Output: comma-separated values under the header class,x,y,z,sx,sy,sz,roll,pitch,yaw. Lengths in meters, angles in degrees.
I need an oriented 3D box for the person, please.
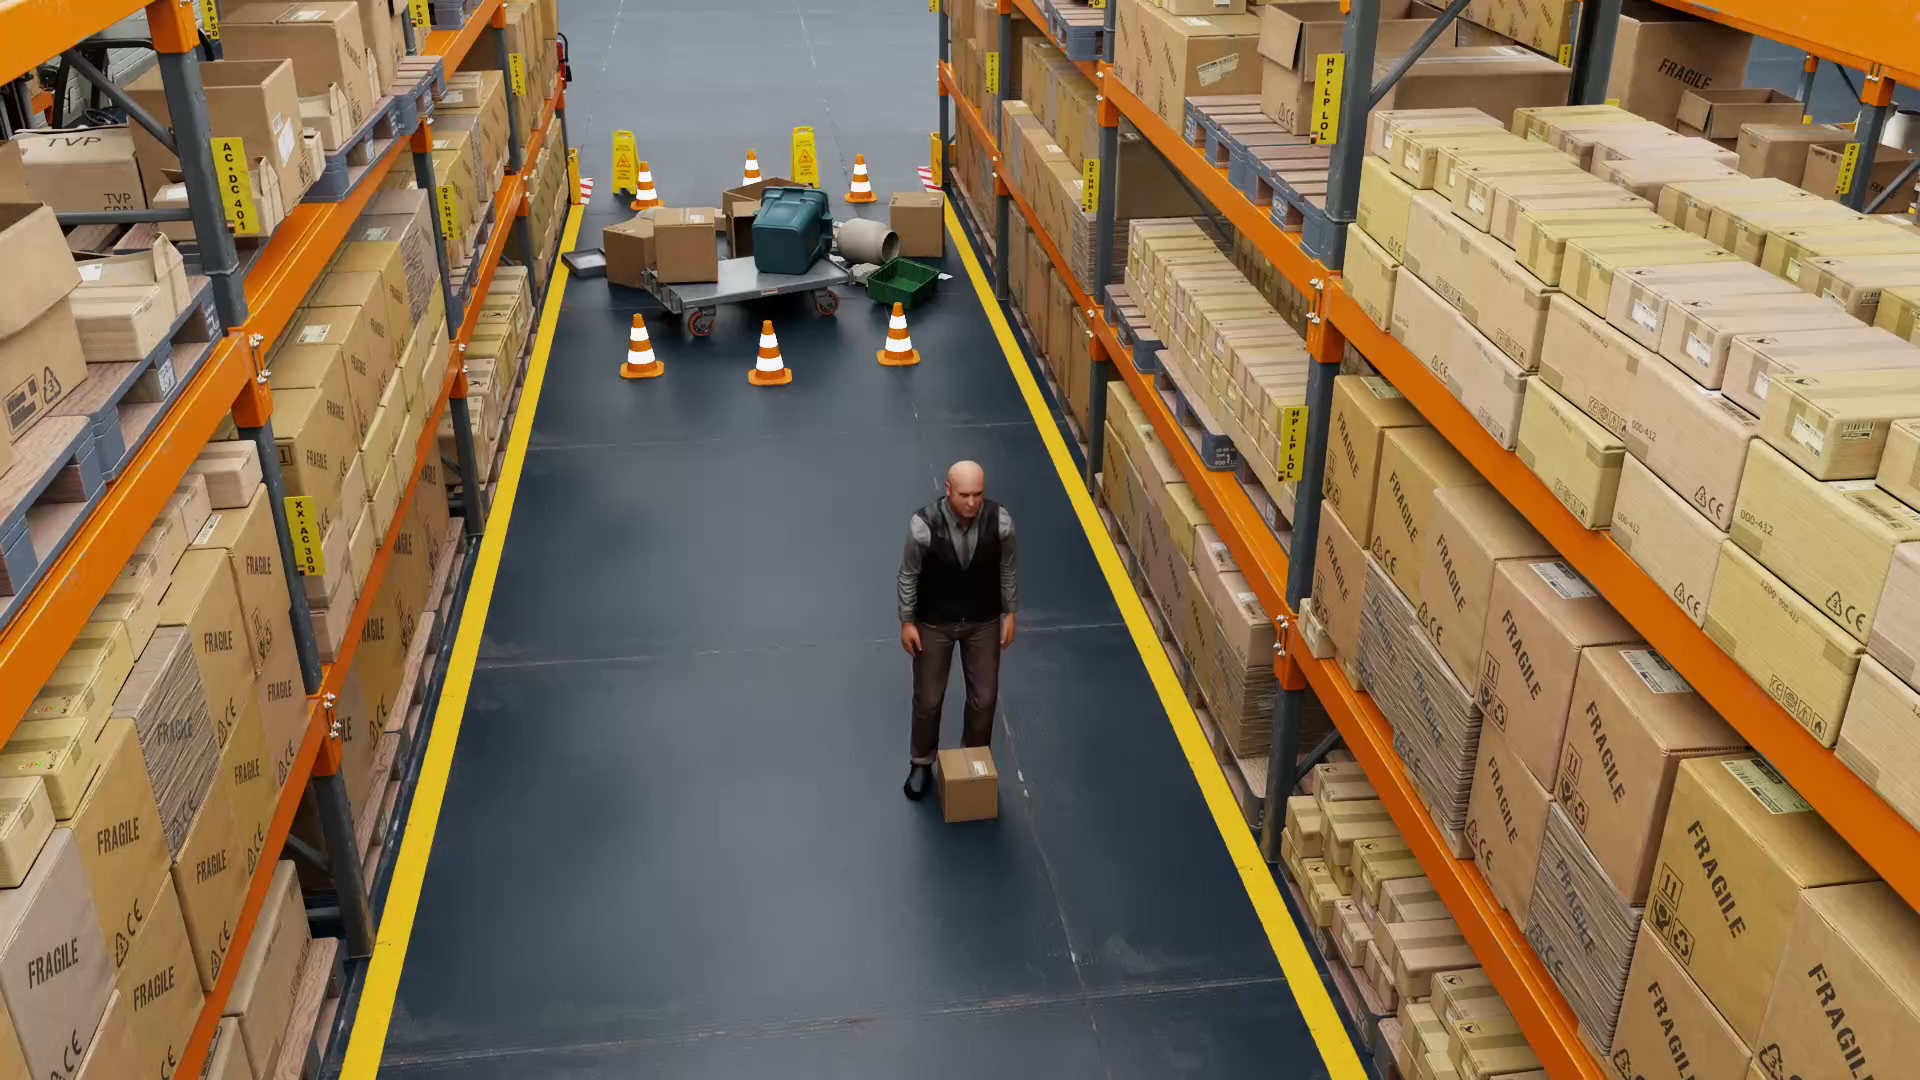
class,x,y,z,sx,sy,sz,roll,pitch,yaw
person,-0.004,0.400,7.859,0.583,1.719,0.475,-5,27,-10
